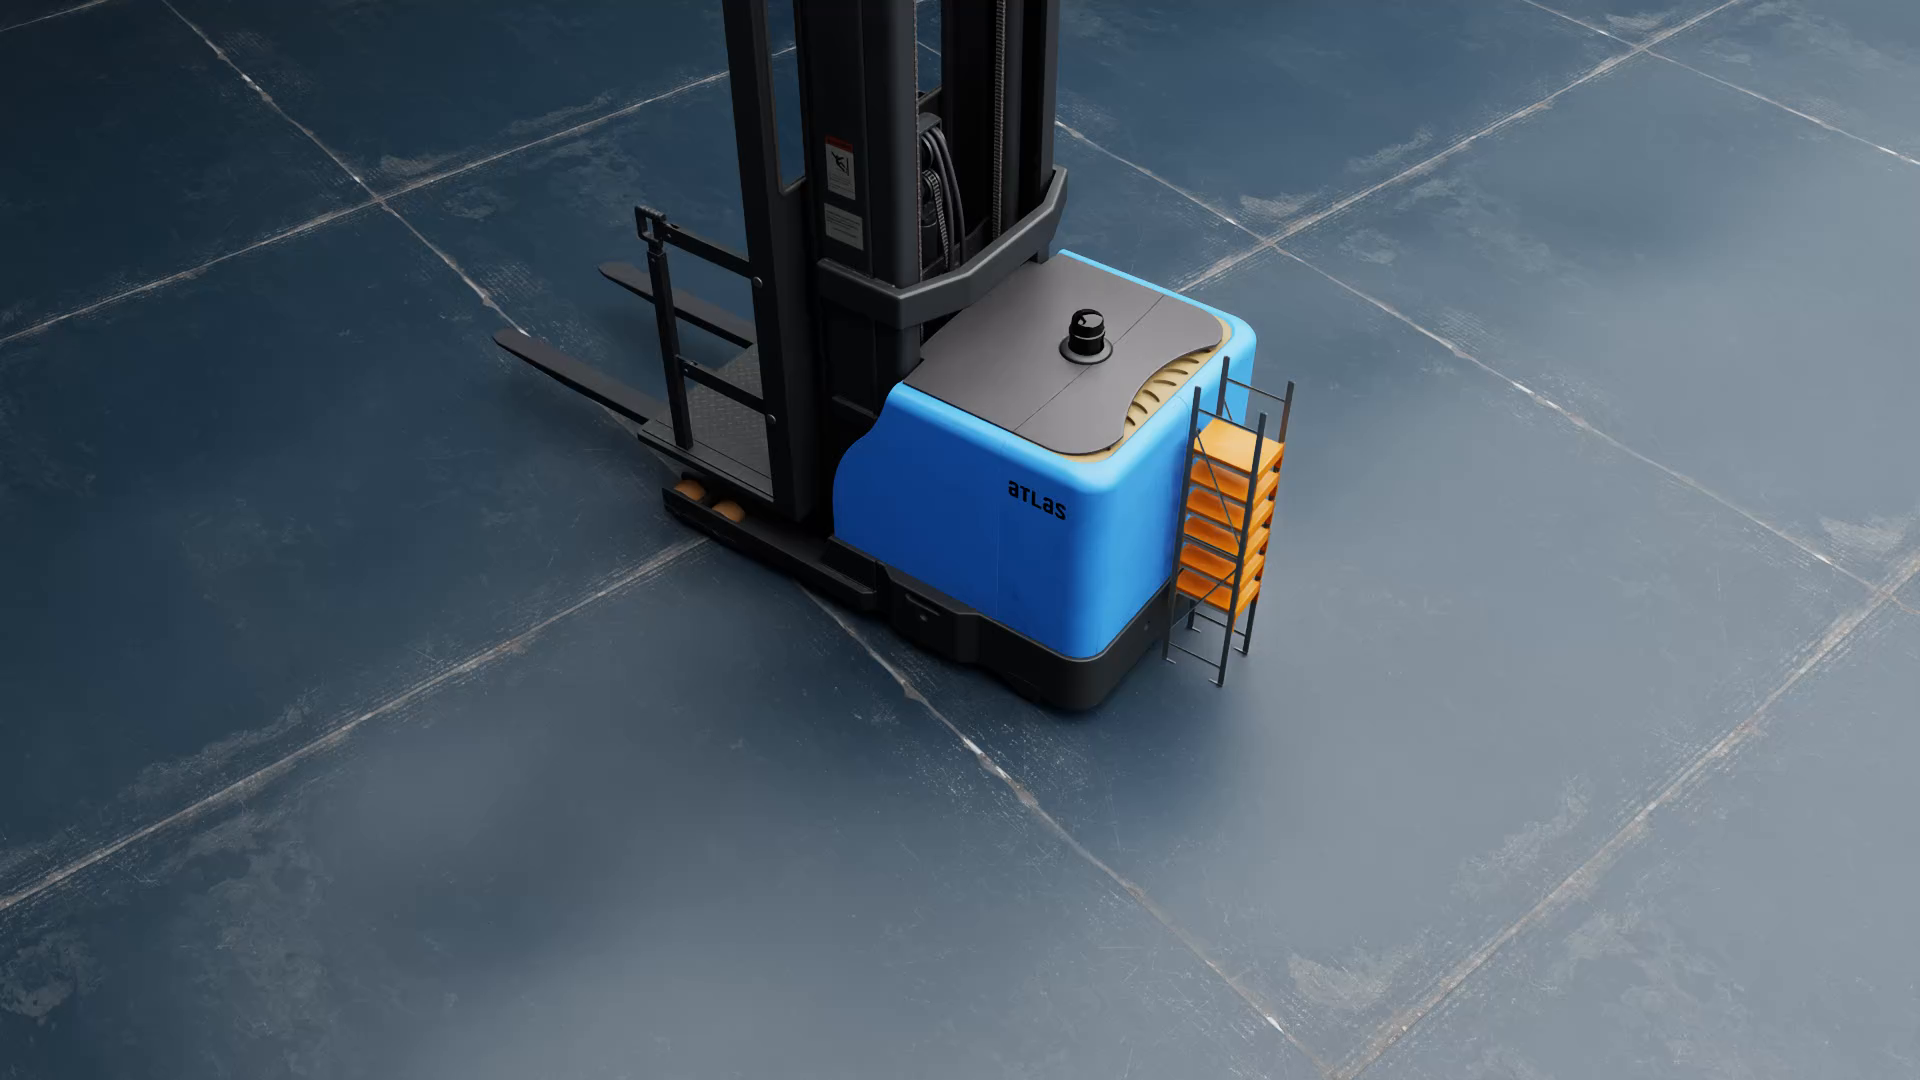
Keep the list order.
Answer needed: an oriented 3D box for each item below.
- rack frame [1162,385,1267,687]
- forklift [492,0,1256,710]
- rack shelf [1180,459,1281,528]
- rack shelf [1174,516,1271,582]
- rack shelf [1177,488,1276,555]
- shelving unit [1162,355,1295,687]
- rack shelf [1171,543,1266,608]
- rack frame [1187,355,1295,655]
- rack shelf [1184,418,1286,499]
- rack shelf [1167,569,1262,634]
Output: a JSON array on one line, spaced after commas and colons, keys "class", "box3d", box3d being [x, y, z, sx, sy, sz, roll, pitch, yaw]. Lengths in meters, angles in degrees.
[{"class": "rack frame", "box3d": [0.805, 0.021, 5.352, 0.240, 1.200, 0.006, 25, 49, 25]}, {"class": "forklift", "box3d": [-0.503, -1.319, 5.514, 3.031, 2.935, 1.130, 26, 49, 25]}, {"class": "rack shelf", "box3d": [0.857, -0.174, 5.273, 0.258, 0.103, 0.180, 25, 49, 25]}, {"class": "rack shelf", "box3d": [0.857, 0.001, 5.437, 0.258, 0.103, 0.180, 25, 49, 25]}, {"class": "rack shelf", "box3d": [0.857, -0.086, 5.355, 0.258, 0.103, 0.180, 25, 49, 25]}, {"class": "shelving unit", "box3d": [0.857, -0.031, 5.407, 0.258, 1.200, 0.189, 25, 49, 25]}, {"class": "rack shelf", "box3d": [0.857, 0.089, 5.519, 0.258, 0.103, 0.180, 25, 49, 25]}, {"class": "rack frame", "box3d": [0.909, -0.082, 5.461, 0.240, 1.200, 0.006, 25, 49, 25]}, {"class": "rack shelf", "box3d": [0.857, -0.261, 5.191, 0.258, 0.103, 0.180, 25, 49, 25]}, {"class": "rack shelf", "box3d": [0.857, 0.176, 5.601, 0.258, 0.103, 0.180, 25, 49, 25]}]
